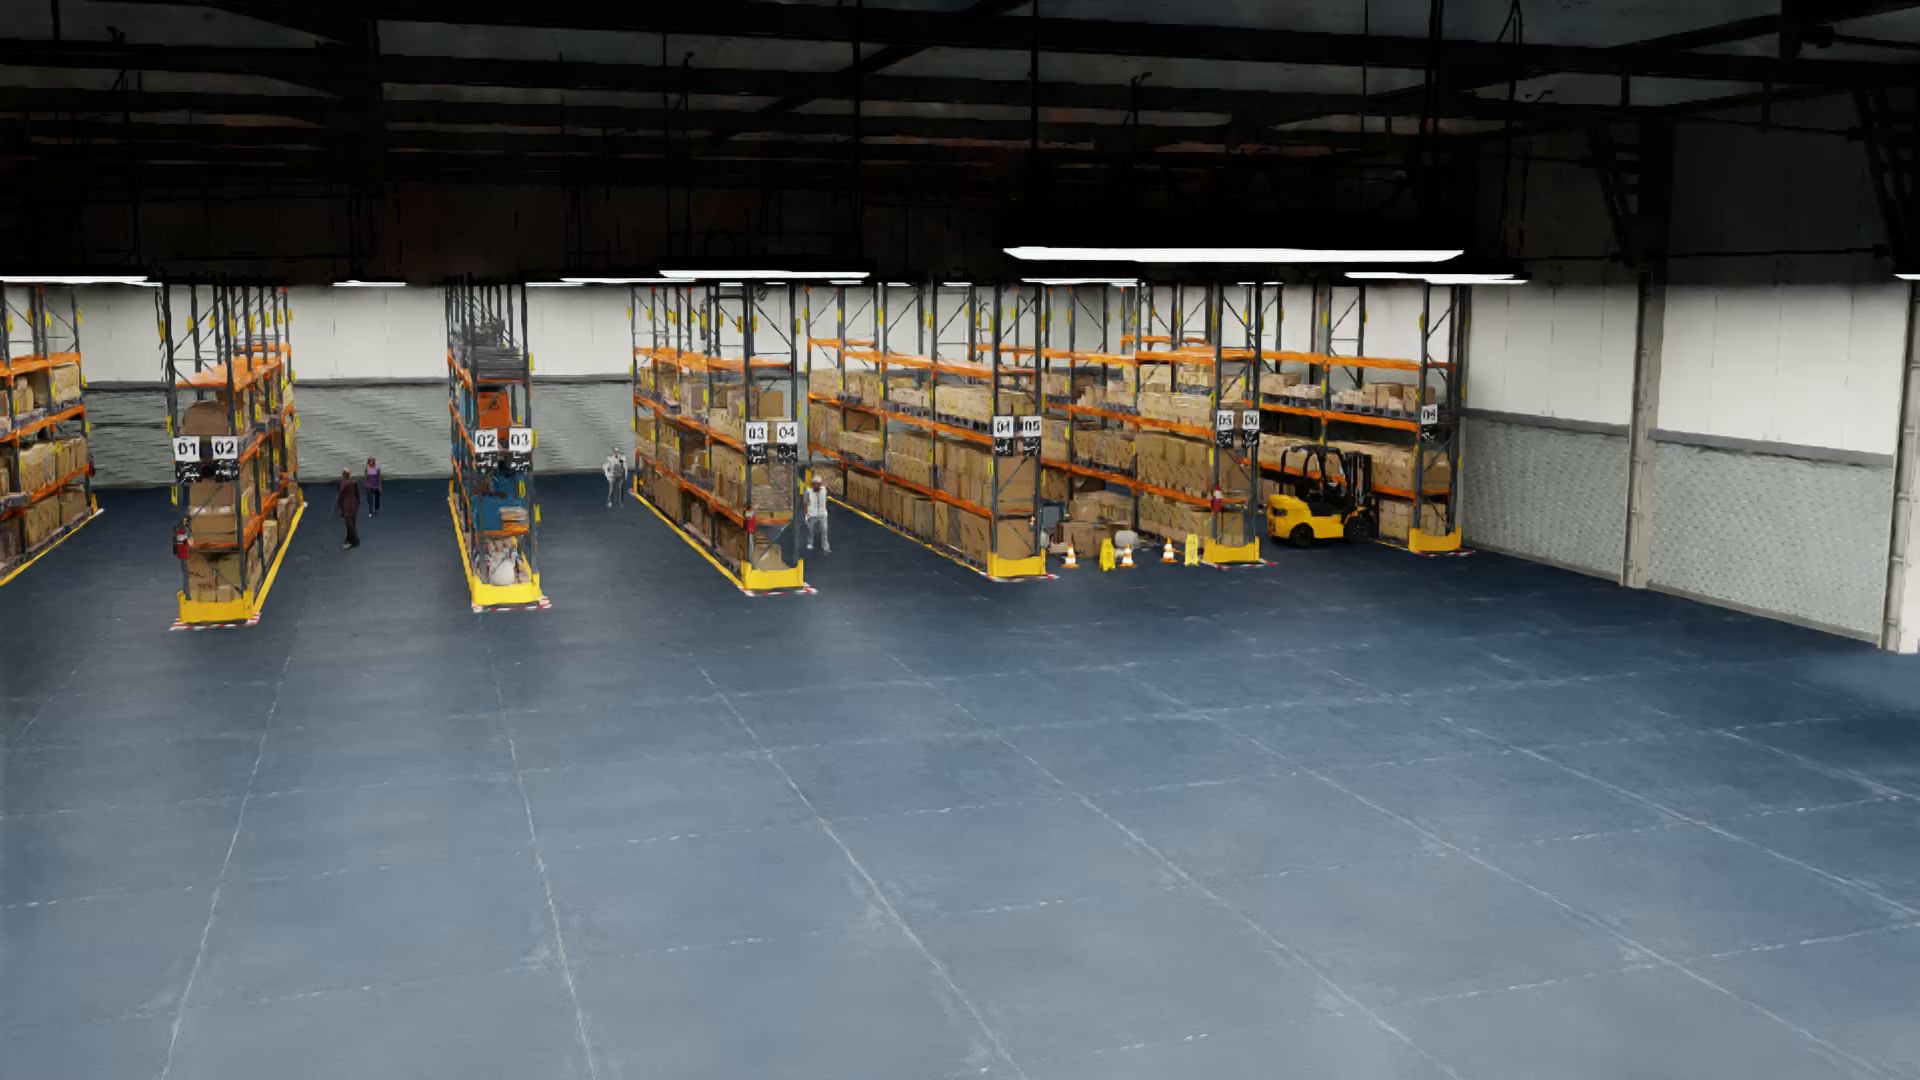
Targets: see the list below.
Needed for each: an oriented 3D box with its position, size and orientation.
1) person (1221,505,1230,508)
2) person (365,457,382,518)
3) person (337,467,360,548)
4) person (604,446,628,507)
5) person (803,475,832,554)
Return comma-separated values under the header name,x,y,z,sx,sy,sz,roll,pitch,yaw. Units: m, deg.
name,x,y,z,sx,sy,sz,roll,pitch,yaw
person,6.155,-0.974,38.894,0.477,1.675,0.487,2,9,13
person,-14.785,-1.357,41.958,0.416,1.525,1.034,-3,9,-19
person,-13.641,-0.745,36.997,0.631,1.775,0.677,2,9,12
person,-9.063,-1.683,43.850,0.639,1.632,0.512,-3,9,-19
person,-3.111,-0.565,36.082,0.566,1.704,1.122,-2,9,-16
